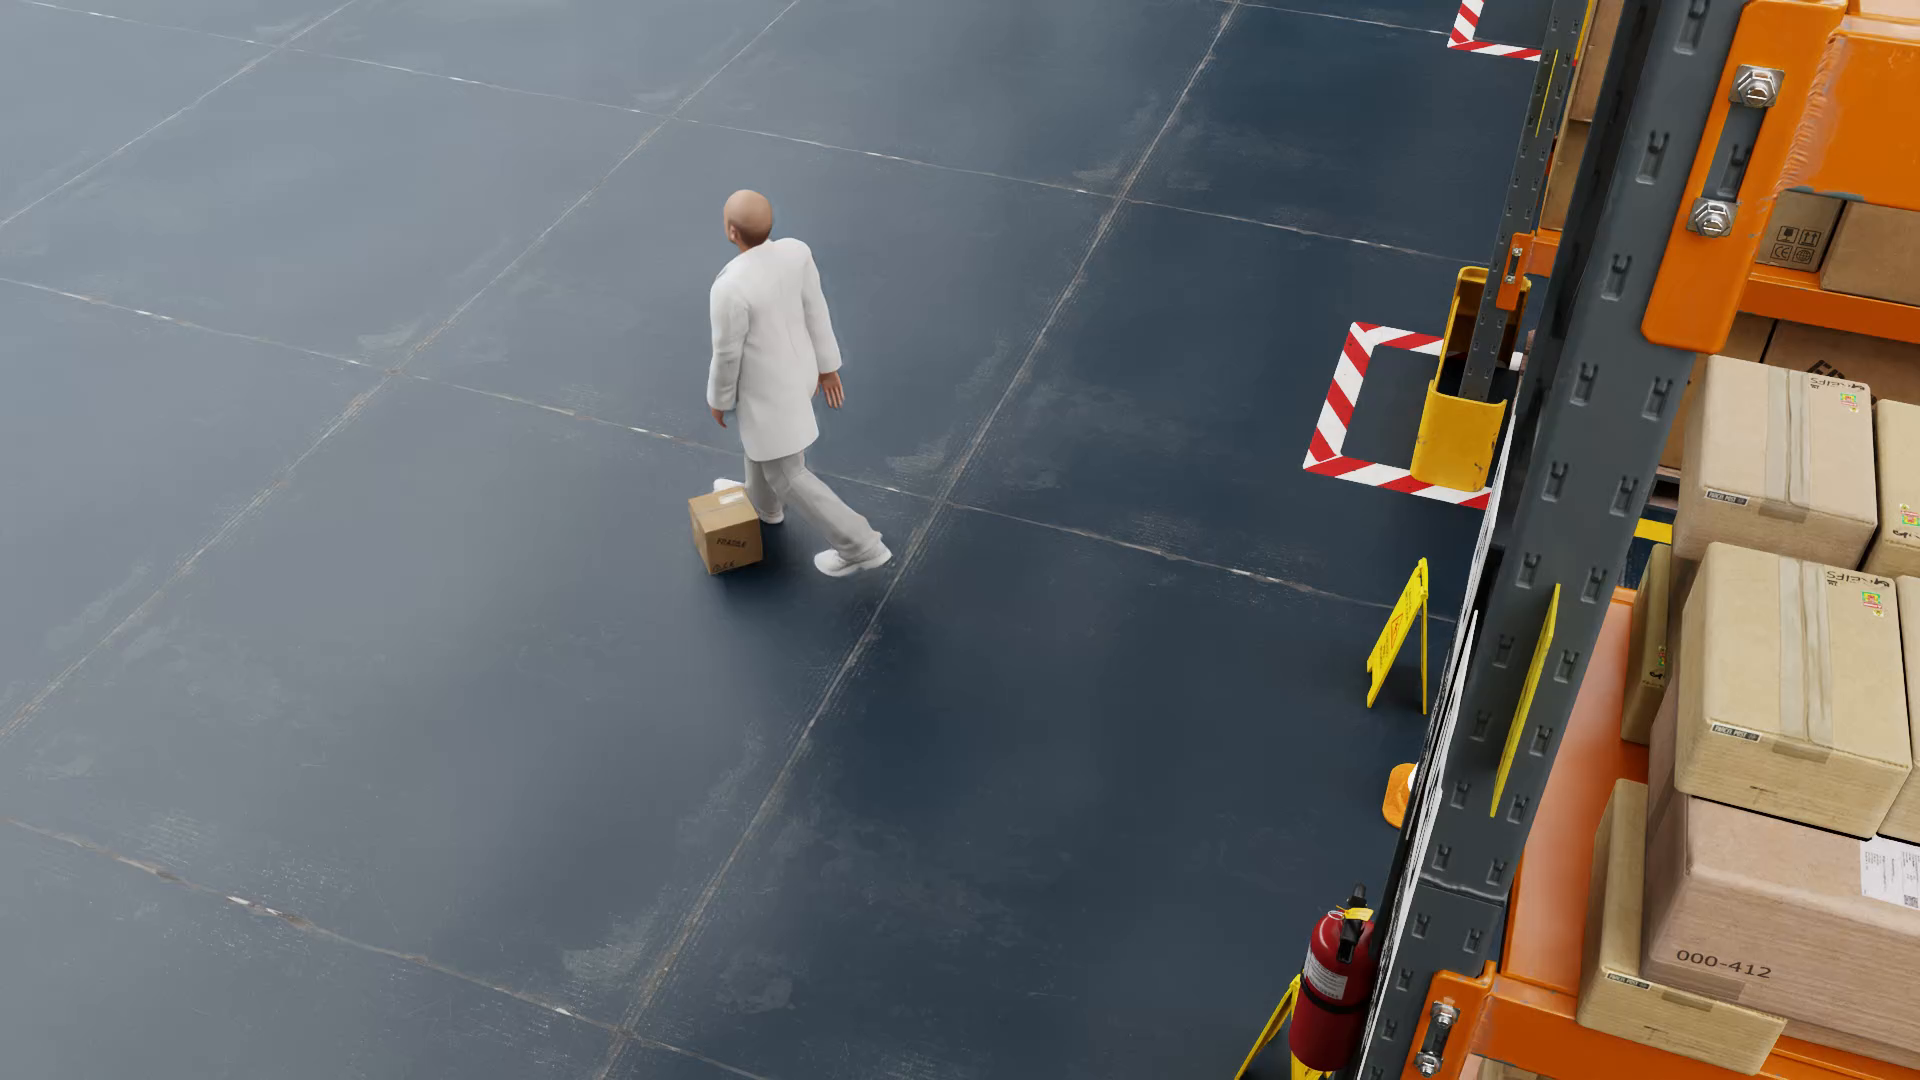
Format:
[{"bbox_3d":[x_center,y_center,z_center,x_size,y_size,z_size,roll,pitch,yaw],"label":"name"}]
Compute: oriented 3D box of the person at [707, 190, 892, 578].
[{"bbox_3d":[-0.722,-0.631,6.900,1.058,1.744,0.554,19,44,21],"label":"person"}]
